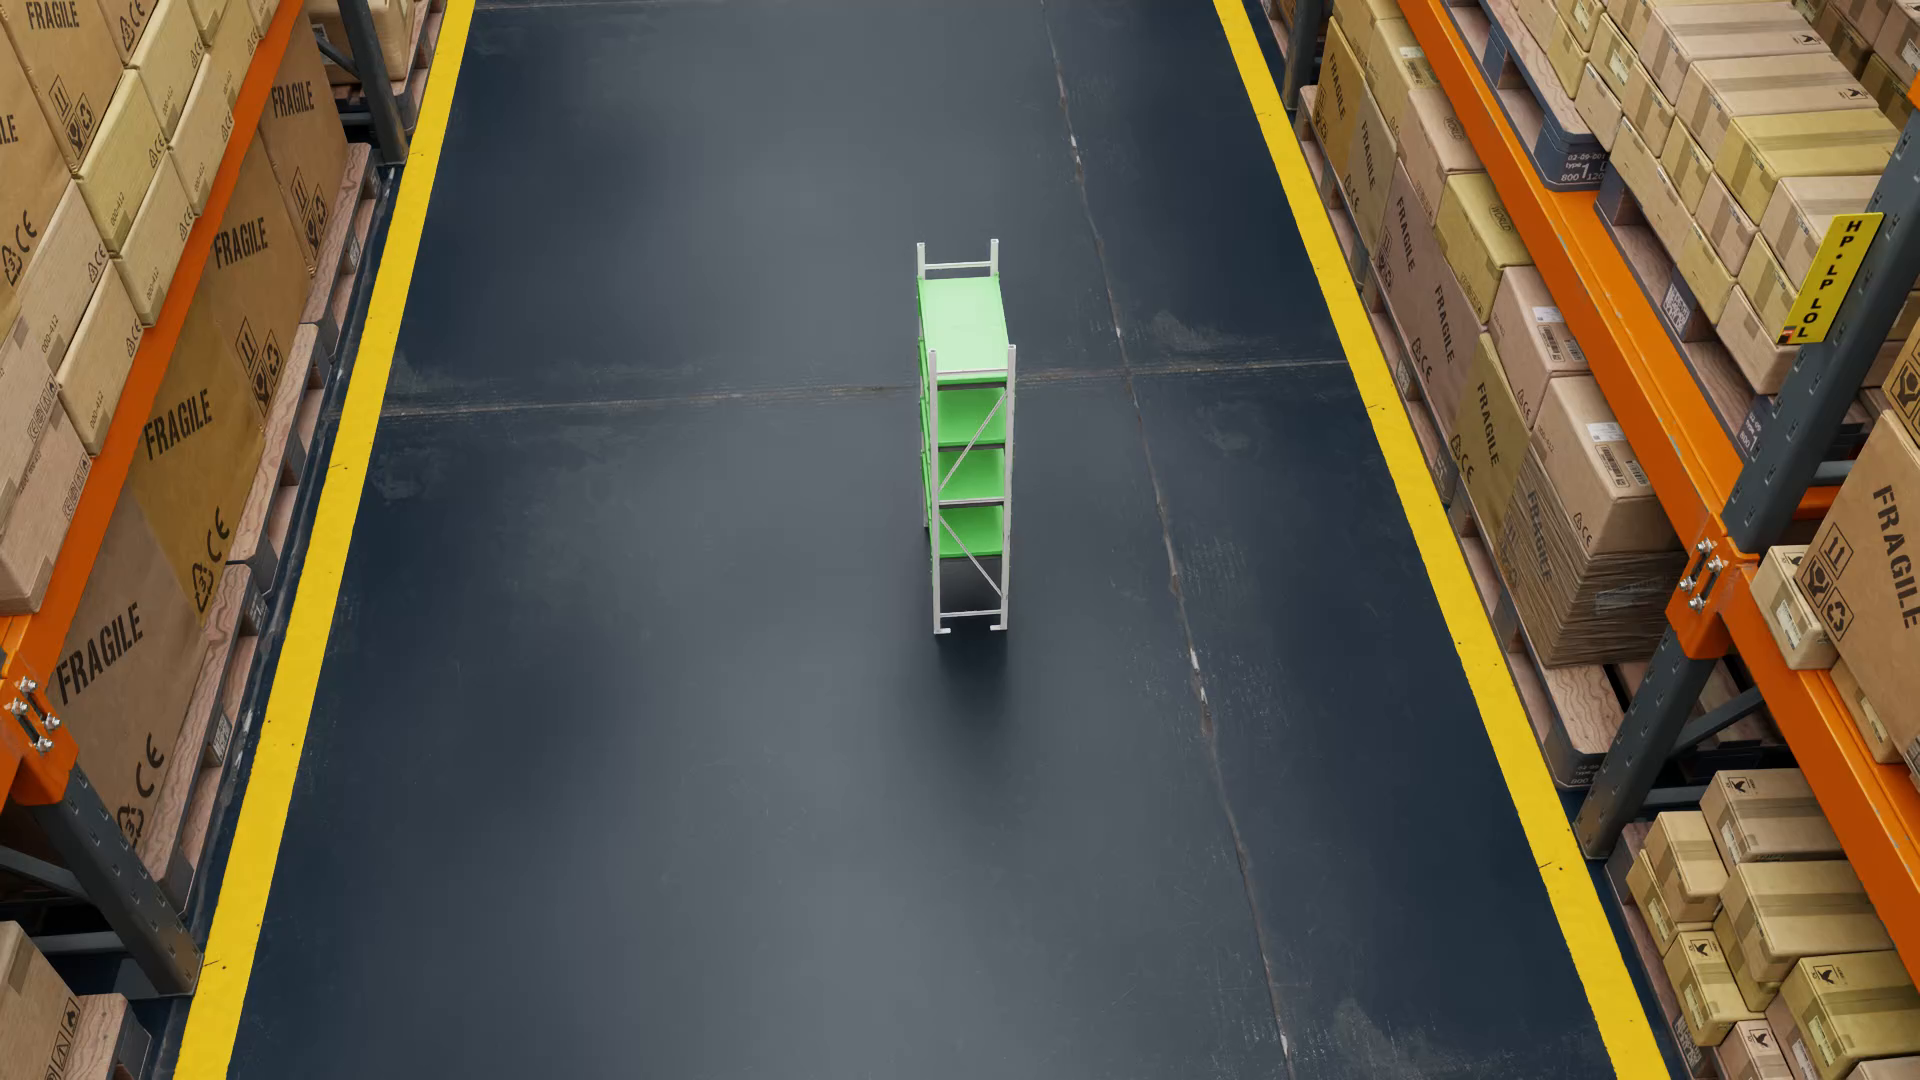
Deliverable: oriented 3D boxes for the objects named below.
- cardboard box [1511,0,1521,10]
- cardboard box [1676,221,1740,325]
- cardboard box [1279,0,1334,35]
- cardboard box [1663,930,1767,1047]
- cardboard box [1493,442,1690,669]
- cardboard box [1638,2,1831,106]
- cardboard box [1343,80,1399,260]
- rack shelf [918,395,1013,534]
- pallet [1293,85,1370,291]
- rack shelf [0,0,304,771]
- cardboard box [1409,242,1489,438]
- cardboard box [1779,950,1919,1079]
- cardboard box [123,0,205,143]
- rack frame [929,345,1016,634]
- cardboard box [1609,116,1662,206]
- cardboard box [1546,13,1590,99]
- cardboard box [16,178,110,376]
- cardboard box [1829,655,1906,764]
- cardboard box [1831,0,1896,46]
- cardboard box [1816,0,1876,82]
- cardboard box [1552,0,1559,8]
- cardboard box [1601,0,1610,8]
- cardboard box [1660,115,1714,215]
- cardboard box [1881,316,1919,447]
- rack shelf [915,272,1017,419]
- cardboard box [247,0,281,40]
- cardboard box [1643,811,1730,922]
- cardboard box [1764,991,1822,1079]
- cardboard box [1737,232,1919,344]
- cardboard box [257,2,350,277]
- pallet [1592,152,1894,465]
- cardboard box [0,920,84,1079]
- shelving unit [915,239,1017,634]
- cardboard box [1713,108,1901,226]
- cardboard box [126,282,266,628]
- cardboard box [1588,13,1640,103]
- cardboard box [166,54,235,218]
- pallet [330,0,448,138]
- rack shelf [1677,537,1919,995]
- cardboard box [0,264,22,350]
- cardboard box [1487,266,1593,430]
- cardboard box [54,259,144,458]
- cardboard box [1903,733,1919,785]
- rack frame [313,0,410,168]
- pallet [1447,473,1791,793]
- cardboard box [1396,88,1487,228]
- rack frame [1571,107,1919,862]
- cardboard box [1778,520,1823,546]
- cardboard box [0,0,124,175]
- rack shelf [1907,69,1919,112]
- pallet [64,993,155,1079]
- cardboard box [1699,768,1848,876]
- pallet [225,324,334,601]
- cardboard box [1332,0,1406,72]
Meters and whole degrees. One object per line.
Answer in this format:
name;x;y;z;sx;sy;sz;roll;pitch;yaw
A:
cardboard box;1.936;-1.823;5.295;0.380;0.149;0.250;-3;47;-3
cardboard box;2.068;-0.688;4.219;0.380;0.149;0.250;-3;47;-3
cardboard box;2.025;-2.877;7.669;1.050;0.750;0.750;-4;47;-4
cardboard box;2.054;1.145;4.274;0.380;0.149;0.250;-2;47;-2
cardboard box;2.008;0.028;5.090;0.500;0.500;0.500;-4;47;-4
cardboard box;2.028;-1.279;4.369;0.380;0.149;0.250;-4;47;-3
cardboard box;1.837;-1.455;6.494;0.500;0.500;0.500;-3;47;-3
rack shelf;0.014;-0.249;5.247;0.258;0.148;0.480;-3;47;-3
pallet;2.050;-1.536;7.060;1.003;0.211;1.213;-3;47;-3
rack shelf;-2.770;-0.992;5.119;1.077;0.370;4.000;-3;47;-3
cardboard box;1.927;-0.714;5.793;0.500;0.500;0.500;-4;47;-4
cardboard box;2.178;1.109;3.898;0.380;0.149;0.250;-4;47;-4
cardboard box;-2.491;-1.356;4.728;0.500;0.250;0.500;-5;47;-4
rack frame;0.034;-0.116;5.034;0.240;1.200;0.015;-3;47;-3
cardboard box;2.029;-1.050;4.562;0.380;0.149;0.250;-6;47;-5
cardboard box;1.978;-1.442;4.934;0.380;0.149;0.250;-2;47;-2
cardboard box;-2.430;-0.624;4.034;0.500;0.250;0.500;-3;47;-3
cardboard box;2.114;0.327;3.547;0.380;0.149;0.250;-2;47;-2
cardboard box;2.658;-1.495;4.574;0.380;0.149;0.250;-4;47;-4
cardboard box;2.654;-1.397;4.686;0.380;0.149;0.250;-2;47;-2
cardboard box;1.962;-1.732;5.004;0.380;0.149;0.250;-2;47;-2
cardboard box;1.985;-1.651;4.722;0.380;0.149;0.250;-5;47;-5
cardboard box;2.050;-0.973;4.284;0.380;0.149;0.250;-2;47;-2
cardboard box;2.116;-0.306;3.011;0.500;0.500;0.500;-2;47;-2
rack shelf;0.014;-0.579;4.899;0.258;0.148;0.480;-3;47;-3
cardboard box;-2.578;-1.916;5.602;0.500;0.250;0.500;-3;47;-3
cardboard box;2.033;0.849;4.350;0.380;0.149;0.250;-2;47;-1
cardboard box;2.200;1.200;4.017;0.380;0.149;0.250;-4;47;-4
cardboard box;2.091;-0.603;3.934;0.380;0.149;0.250;-2;47;-2
cardboard box;-2.963;-1.596;6.369;0.875;0.875;0.875;-4;47;-4
pallet;2.402;-0.662;4.444;1.003;0.211;1.213;-3;47;-3
cardboard box;-2.657;1.405;3.829;0.875;0.438;0.875;-4;47;-4
shelving unit;0.014;-0.293;5.201;0.258;1.200;0.503;-3;47;-3
cardboard box;2.070;-0.902;4.012;0.380;0.149;0.250;-5;47;-4
cardboard box;-2.818;-0.303;5.145;0.875;0.875;0.875;-2;47;-2
cardboard box;2.002;-1.359;4.650;0.380;0.149;0.250;-6;47;-5
cardboard box;-2.481;-1.184;4.908;0.500;0.250;0.500;-4;47;-4
pallet;-3.002;-2.293;7.776;1.003;0.211;1.213;-3;47;-3
rack shelf;2.489;1.528;2.733;1.077;0.370;4.000;-3;47;-3
cardboard box;-2.353;-0.507;3.406;0.500;0.500;0.500;-3;47;-3
cardboard box;1.977;-0.606;5.173;0.500;0.250;0.500;-1;47;-1
cardboard box;-2.422;-0.450;4.213;0.500;0.250;0.500;-5;47;-4
cardboard box;2.160;0.428;3.005;0.500;0.500;0.500;-3;47;-3
rack frame;-2.938;-2.687;6.229;1.000;3.000;0.127;-3;47;-3
pallet;2.255;0.229;5.388;1.003;0.211;1.213;-3;47;-3
cardboard box;1.874;-1.364;5.892;0.500;0.250;0.500;-3;47;-3
rack frame;2.321;-0.167;3.842;1.000;3.000;0.127;-3;47;-3
cardboard box;2.523;-0.260;4.846;0.500;0.250;0.500;-5;47;-5
cardboard box;-2.463;-1.236;4.097;0.500;0.500;0.500;-5;47;-4
rack shelf;2.154;-2.398;4.384;1.077;0.370;4.000;-3;47;-3
pallet;-2.617;1.721;3.975;1.003;0.211;1.213;-3;47;-3
cardboard box;2.144;0.727;4.260;0.380;0.149;0.250;-2;47;-2
pallet;-2.848;-0.272;5.862;1.003;0.211;1.213;-3;47;-3
cardboard box;1.803;-2.090;6.579;0.500;0.250;0.500;-5;47;-5
